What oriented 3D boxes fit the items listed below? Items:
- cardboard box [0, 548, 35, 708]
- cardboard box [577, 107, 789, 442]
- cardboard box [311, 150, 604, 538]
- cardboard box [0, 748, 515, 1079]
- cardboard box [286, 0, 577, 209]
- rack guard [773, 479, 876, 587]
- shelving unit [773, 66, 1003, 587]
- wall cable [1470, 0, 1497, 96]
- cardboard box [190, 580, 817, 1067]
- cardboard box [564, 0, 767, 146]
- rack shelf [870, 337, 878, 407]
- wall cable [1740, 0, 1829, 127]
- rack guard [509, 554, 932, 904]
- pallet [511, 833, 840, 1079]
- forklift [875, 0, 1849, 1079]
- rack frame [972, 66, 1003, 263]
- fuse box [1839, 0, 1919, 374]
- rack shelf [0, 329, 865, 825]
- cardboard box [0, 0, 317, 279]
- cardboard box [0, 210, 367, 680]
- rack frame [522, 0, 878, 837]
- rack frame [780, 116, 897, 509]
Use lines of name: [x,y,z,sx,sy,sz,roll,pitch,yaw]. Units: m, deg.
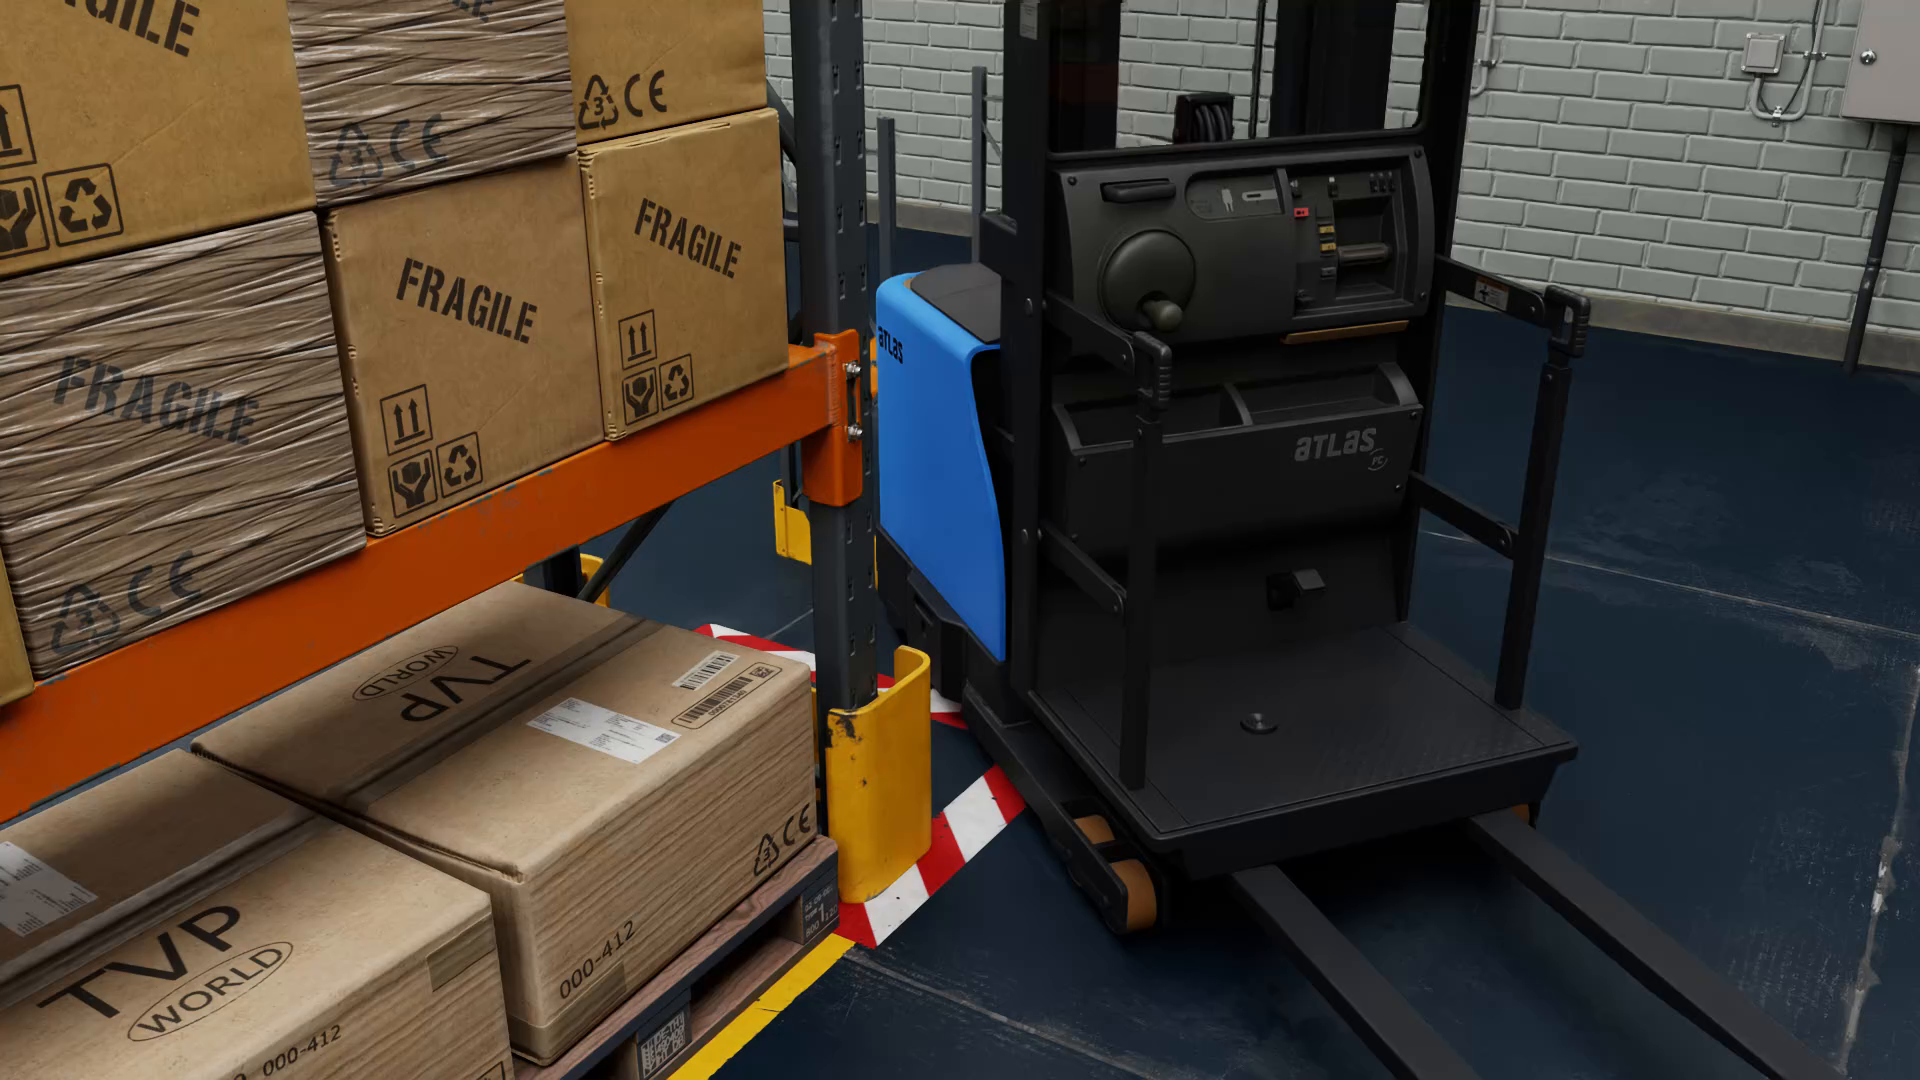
cardboard box: [-1.475,-0.012,1.876,0.500,0.500,0.500,15,27,30]
cardboard box: [-0.673,-0.531,3.075,0.500,0.500,0.500,14,27,29]
cardboard box: [-0.951,-0.365,2.691,0.500,0.500,0.500,13,27,28]
cardboard box: [-1.383,0.834,2.744,0.875,0.438,0.875,15,27,30]
cardboard box: [-0.946,-0.813,2.467,0.500,0.500,0.500,14,27,29]
rack guard: [-0.379,-0.015,5.469,0.587,0.250,0.087,18,29,35]
shelving unit: [-0.067,-0.742,5.577,0.587,1.500,1.083,18,29,35]
wall cable: [2.311,-3.092,7.798,0.585,1.953,0.123,14,27,29]
cardboard box: [-0.907,0.524,3.461,0.875,0.438,0.875,13,27,27]
cardboard box: [-0.696,-0.995,2.889,0.500,0.500,0.500,15,28,31]
rack shelf: [-0.073,-0.575,5.642,0.538,0.185,1.000,18,29,35]
wall cable: [3.522,-2.784,7.127,0.588,1.984,0.122,14,27,29]
rack guard: [-0.631,0.436,4.114,1.175,0.500,0.348,14,27,29]
pallet: [-0.999,0.863,3.491,1.003,0.211,1.213,14,27,29]
forklift: [0.739,-0.652,3.566,1.130,2.935,3.031,-9,25,-19]
rack frame: [0.246,-0.897,5.934,0.500,1.500,0.032,18,29,35]
fuse box: [4.019,-1.531,7.132,0.539,1.711,0.414,14,27,29]
rack shelf: [-1.699,0.302,2.182,1.077,0.370,4.000,14,27,29]
cardboard box: [-1.210,-0.647,2.083,0.500,0.500,0.500,14,27,29]
cardboard box: [-1.214,-0.189,2.285,0.500,0.500,0.500,15,27,30]
rack frame: [-0.644,-0.703,3.599,1.000,3.000,0.127,14,27,29]
rack frame: [-0.391,-0.582,5.207,0.500,1.500,0.032,18,29,35]
